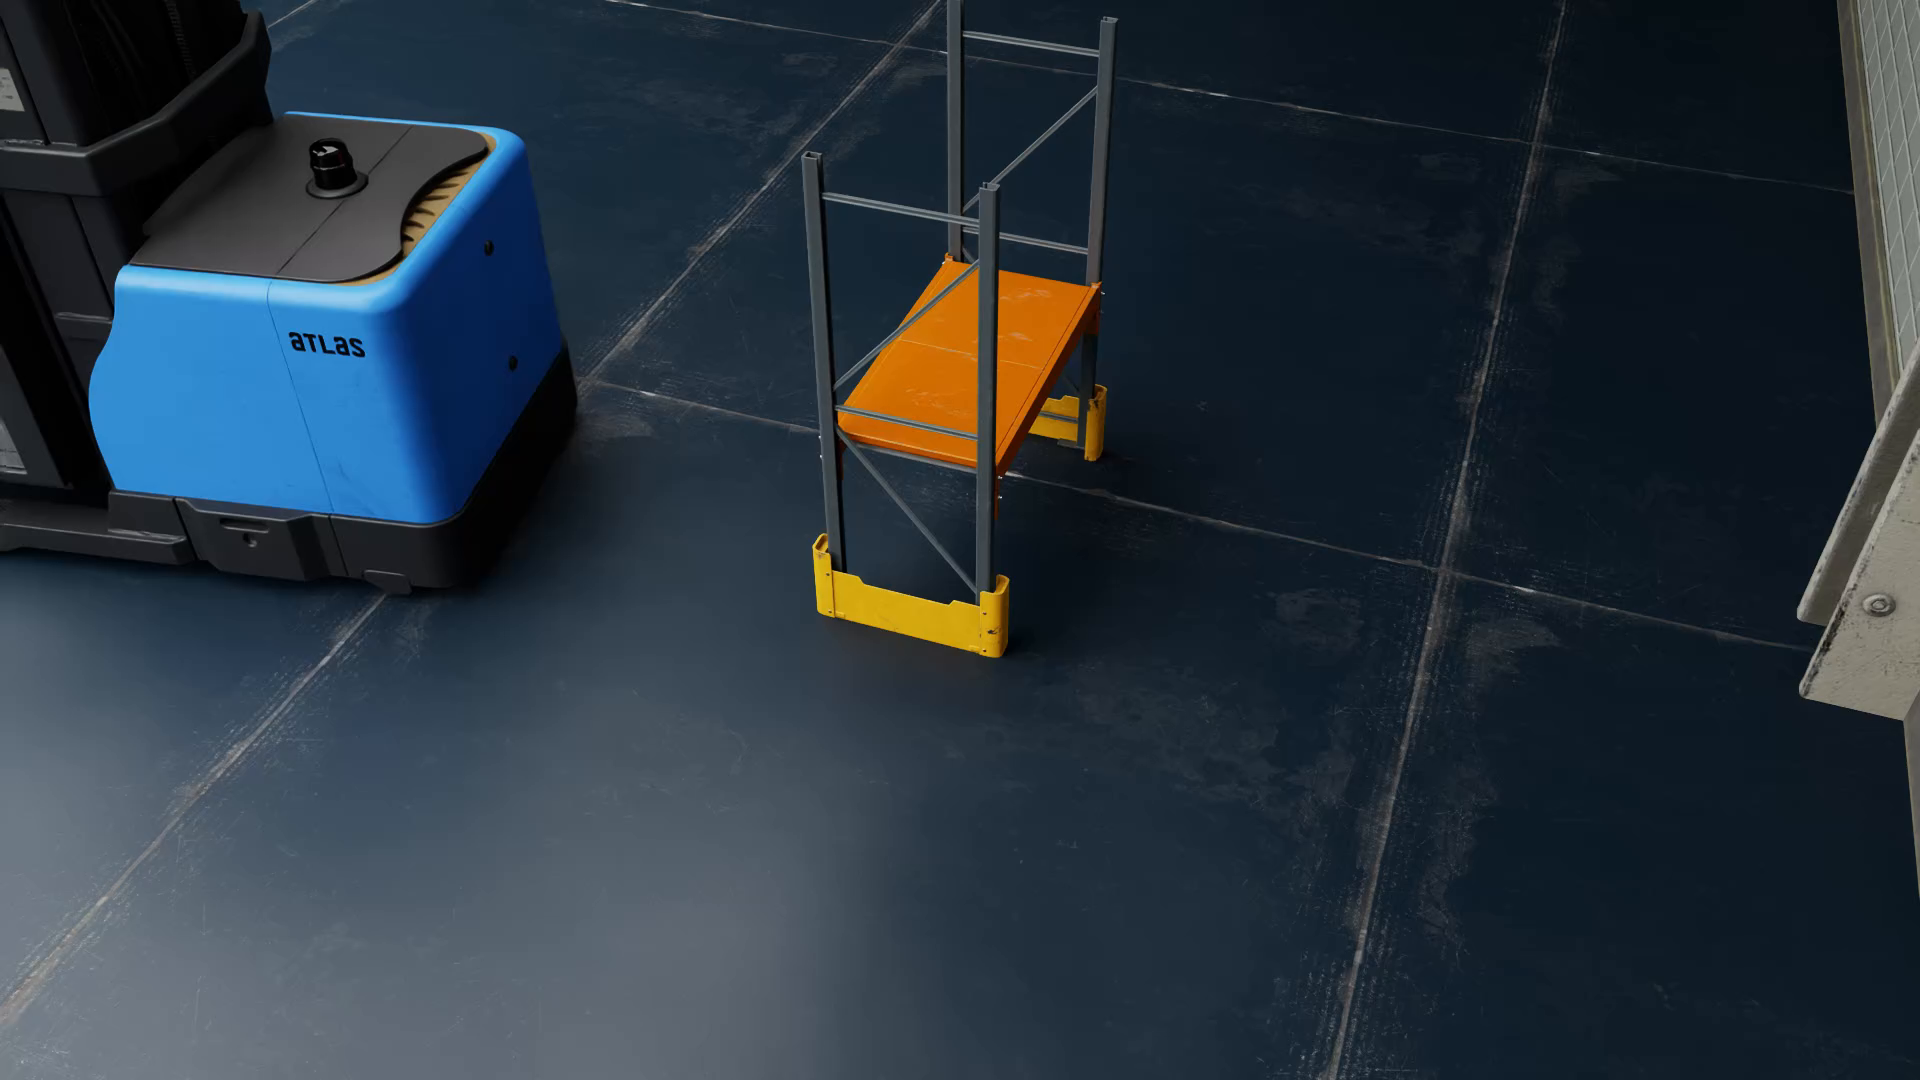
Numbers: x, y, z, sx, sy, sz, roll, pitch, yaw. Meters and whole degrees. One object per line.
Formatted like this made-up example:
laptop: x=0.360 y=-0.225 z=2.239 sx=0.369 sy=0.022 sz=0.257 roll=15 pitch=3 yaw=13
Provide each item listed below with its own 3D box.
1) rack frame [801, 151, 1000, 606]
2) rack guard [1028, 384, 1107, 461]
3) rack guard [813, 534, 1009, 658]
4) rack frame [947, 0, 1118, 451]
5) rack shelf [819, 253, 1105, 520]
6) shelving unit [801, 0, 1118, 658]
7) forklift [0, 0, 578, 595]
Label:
rack frame: x=-0.145 y=-0.313 z=4.461 sx=0.500 sy=1.500 sz=0.032 roll=13 pitch=42 yaw=15
rack guard: x=0.196 y=-0.445 z=5.579 sx=0.587 sy=0.250 sz=0.087 roll=13 pitch=42 yaw=15
rack guard: x=-0.144 y=0.162 z=4.867 sx=0.587 sy=0.250 sz=0.087 roll=13 pitch=42 yaw=15
rack frame: x=0.203 y=-0.933 z=5.188 sx=0.500 sy=1.500 sz=0.032 roll=13 pitch=42 yaw=15
rack shelf: x=0.029 y=-0.486 z=4.941 sx=0.538 sy=0.185 sz=1.000 roll=13 pitch=42 yaw=15
shelving unit: x=0.026 y=-0.617 z=4.818 sx=0.587 sy=1.500 sz=1.083 roll=13 pitch=42 yaw=15
forklift: x=-2.871 y=-1.405 z=4.639 sx=3.031 sy=2.935 sz=1.130 roll=6 pitch=41 yaw=7
